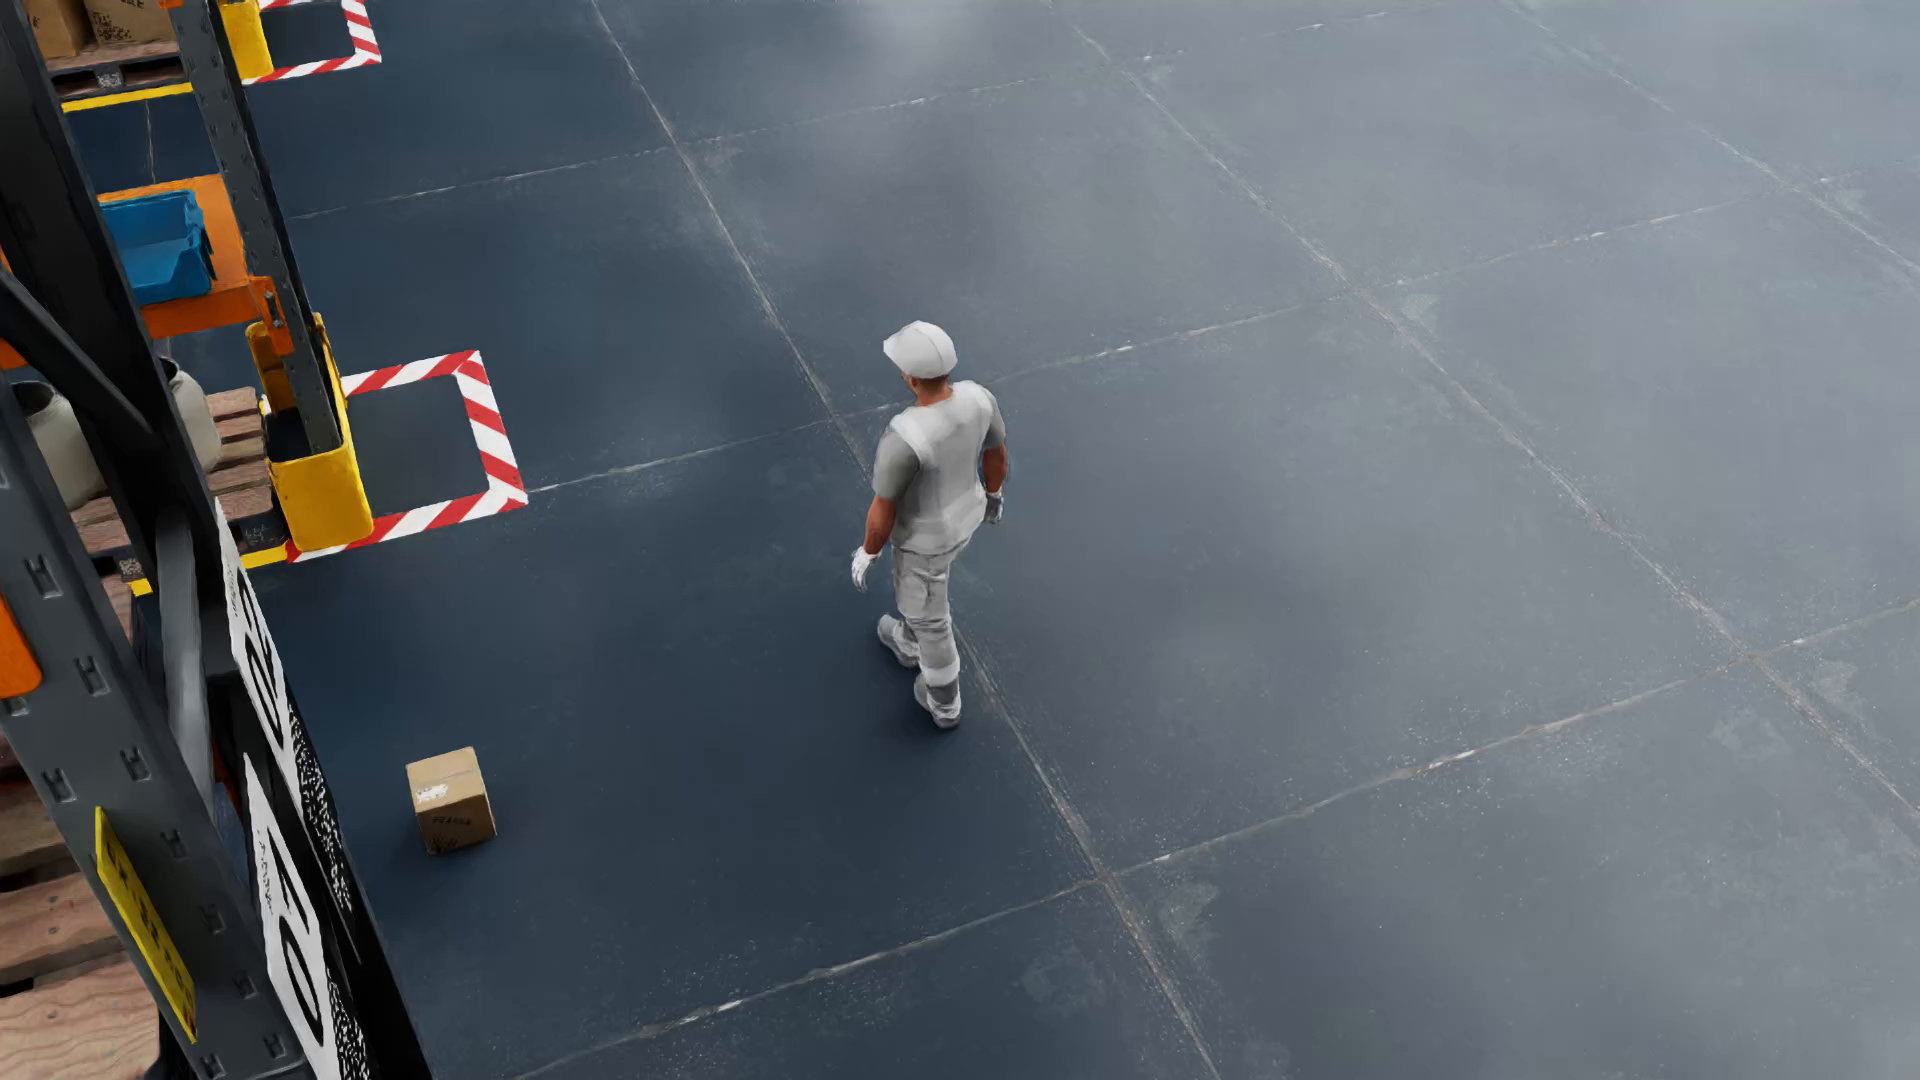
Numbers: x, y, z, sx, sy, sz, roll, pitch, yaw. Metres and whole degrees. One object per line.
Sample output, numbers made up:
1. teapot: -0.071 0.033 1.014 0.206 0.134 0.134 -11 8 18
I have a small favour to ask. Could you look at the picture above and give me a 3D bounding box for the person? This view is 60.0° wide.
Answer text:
1. person: -0.193 -0.094 6.233 0.614 1.786 0.664 27 48 28
